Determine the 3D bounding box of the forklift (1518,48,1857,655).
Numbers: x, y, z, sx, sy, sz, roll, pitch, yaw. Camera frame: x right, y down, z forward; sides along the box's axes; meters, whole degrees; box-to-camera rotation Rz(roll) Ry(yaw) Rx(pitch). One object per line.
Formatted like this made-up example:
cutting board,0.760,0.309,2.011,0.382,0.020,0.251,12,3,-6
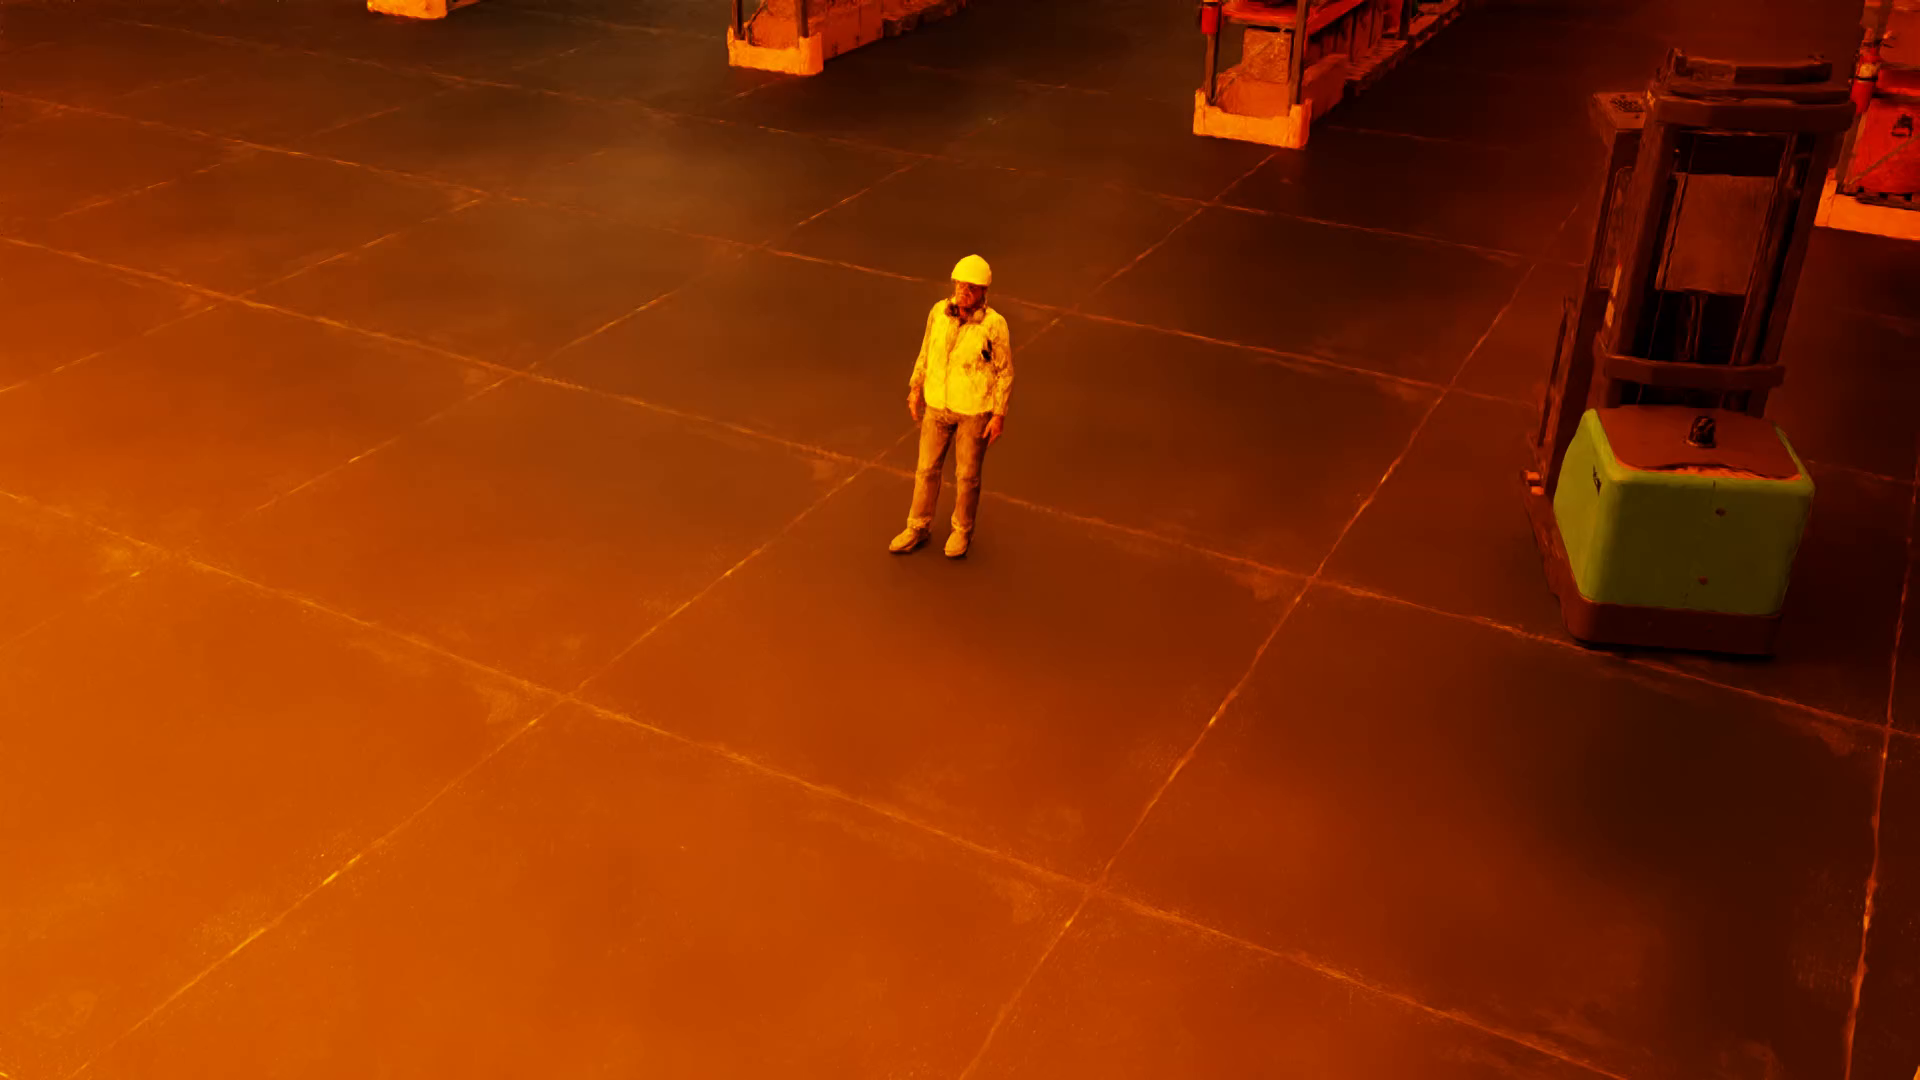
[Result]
forklift,4.038,-1.378,9.459,1.130,2.935,3.031,4,30,8

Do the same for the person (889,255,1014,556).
person,-0.037,-0.749,9.512,0.632,1.773,0.567,15,33,25
